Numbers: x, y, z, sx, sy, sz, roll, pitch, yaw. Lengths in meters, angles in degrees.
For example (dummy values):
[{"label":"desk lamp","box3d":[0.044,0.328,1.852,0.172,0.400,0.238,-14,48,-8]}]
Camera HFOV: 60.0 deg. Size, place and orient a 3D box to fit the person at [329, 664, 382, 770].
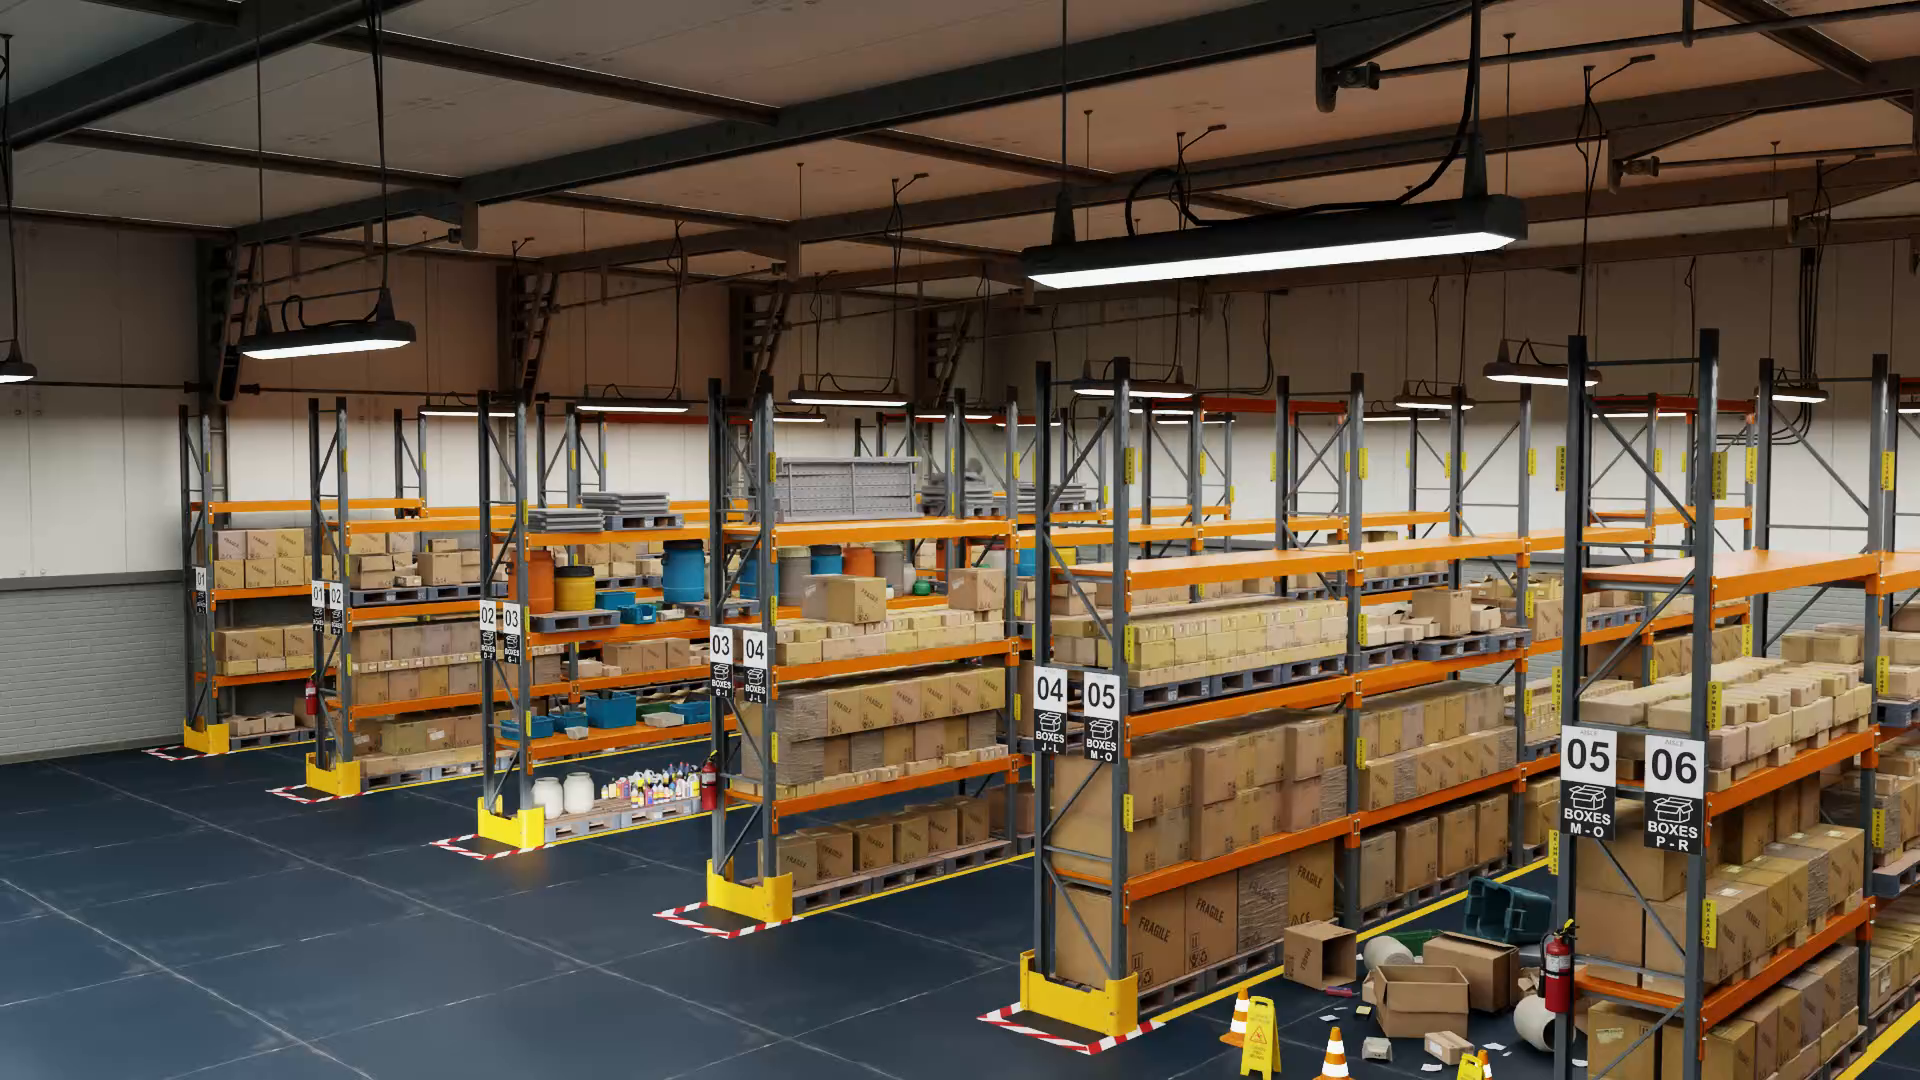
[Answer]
[{"label":"person","box3d":[-9.923,2.848,27.229,0.685,1.763,1.157,2,4,37]}]
